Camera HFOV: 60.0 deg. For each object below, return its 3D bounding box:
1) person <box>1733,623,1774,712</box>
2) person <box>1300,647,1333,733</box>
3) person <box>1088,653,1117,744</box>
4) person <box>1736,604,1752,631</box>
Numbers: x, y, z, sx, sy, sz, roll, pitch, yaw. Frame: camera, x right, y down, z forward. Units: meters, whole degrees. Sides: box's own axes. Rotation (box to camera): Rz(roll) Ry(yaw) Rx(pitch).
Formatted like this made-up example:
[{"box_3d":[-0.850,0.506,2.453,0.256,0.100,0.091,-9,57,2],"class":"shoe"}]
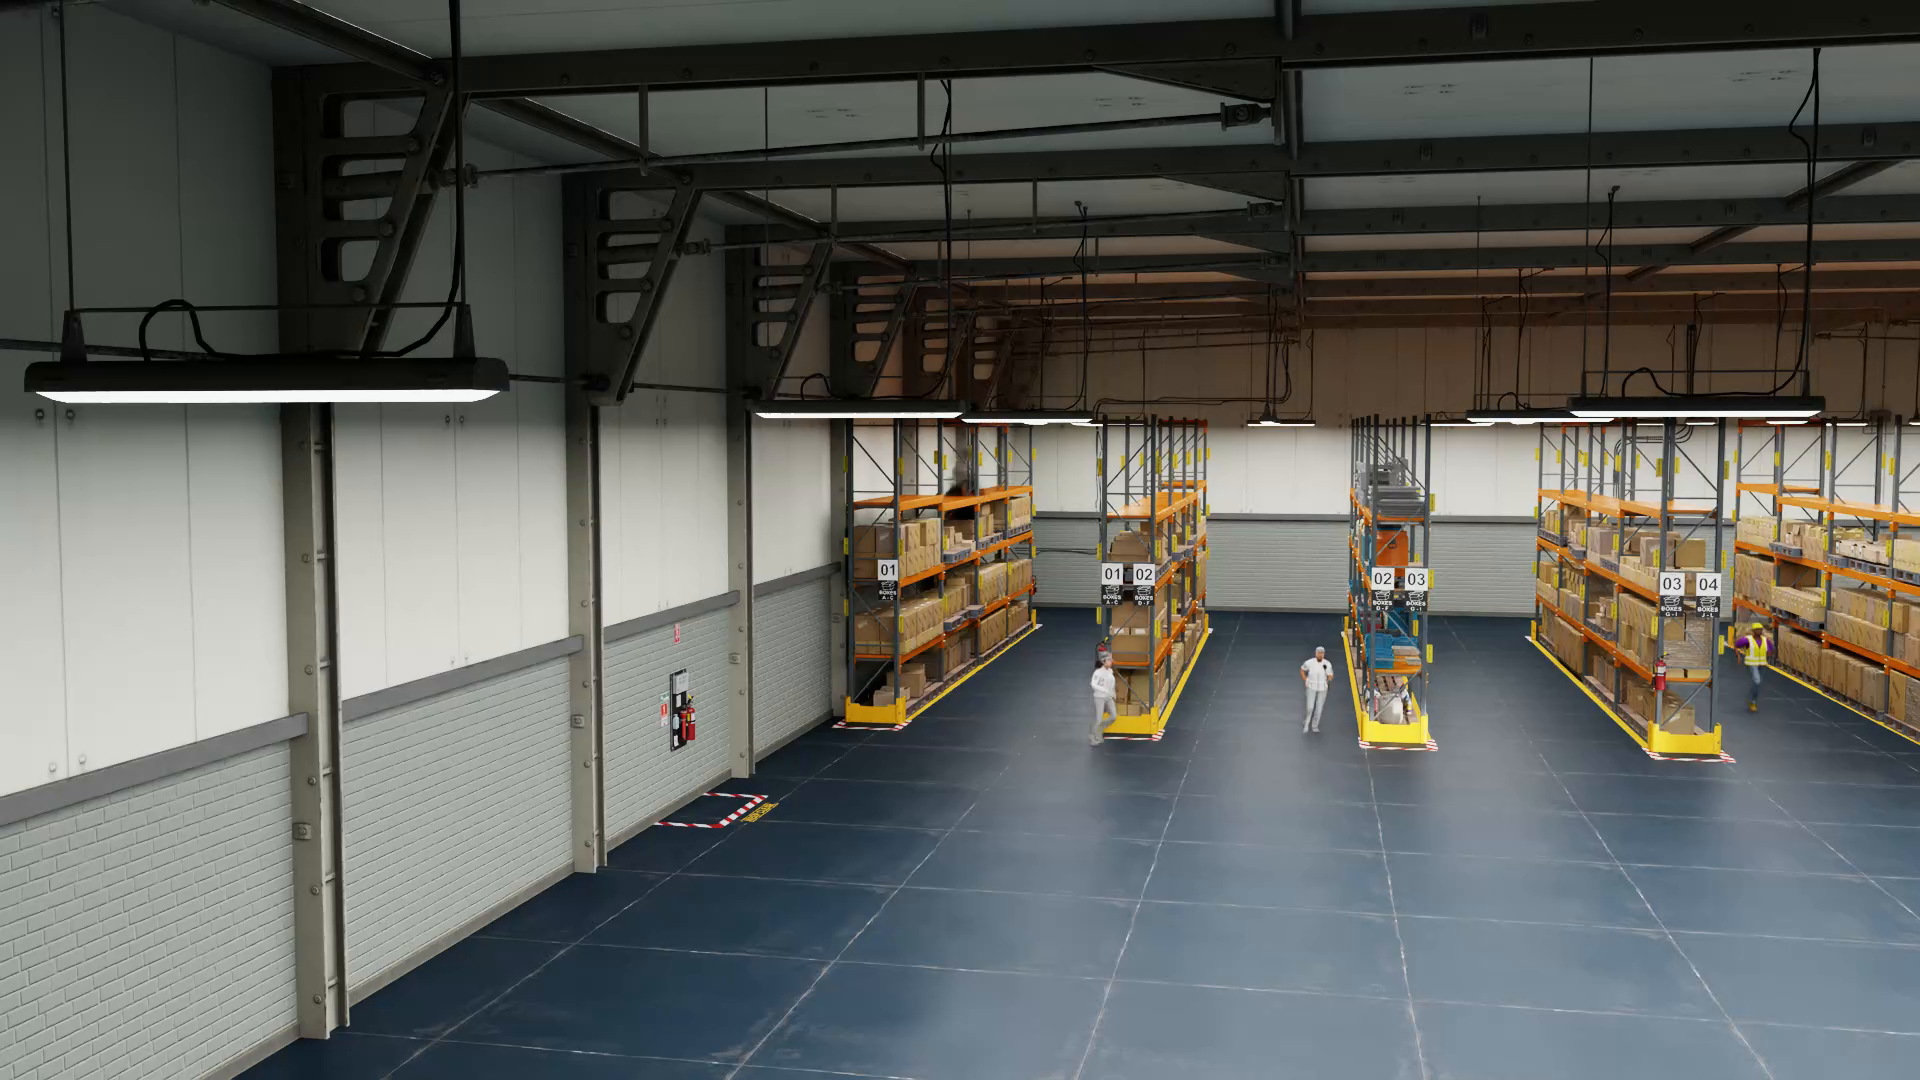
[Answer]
[{"box_3d":[16.216,2.592,33.871,0.670,1.816,0.749,0,4,-5],"class":"person"},{"box_3d":[6.726,2.837,31.312,0.598,1.641,0.639,0,4,4],"class":"person"},{"box_3d":[2.645,2.876,30.181,0.640,1.659,0.573,-3,5,-38],"class":"person"},{"box_3d":[21.220,1.895,44.874,0.713,1.691,0.693,0,4,1],"class":"person"}]
